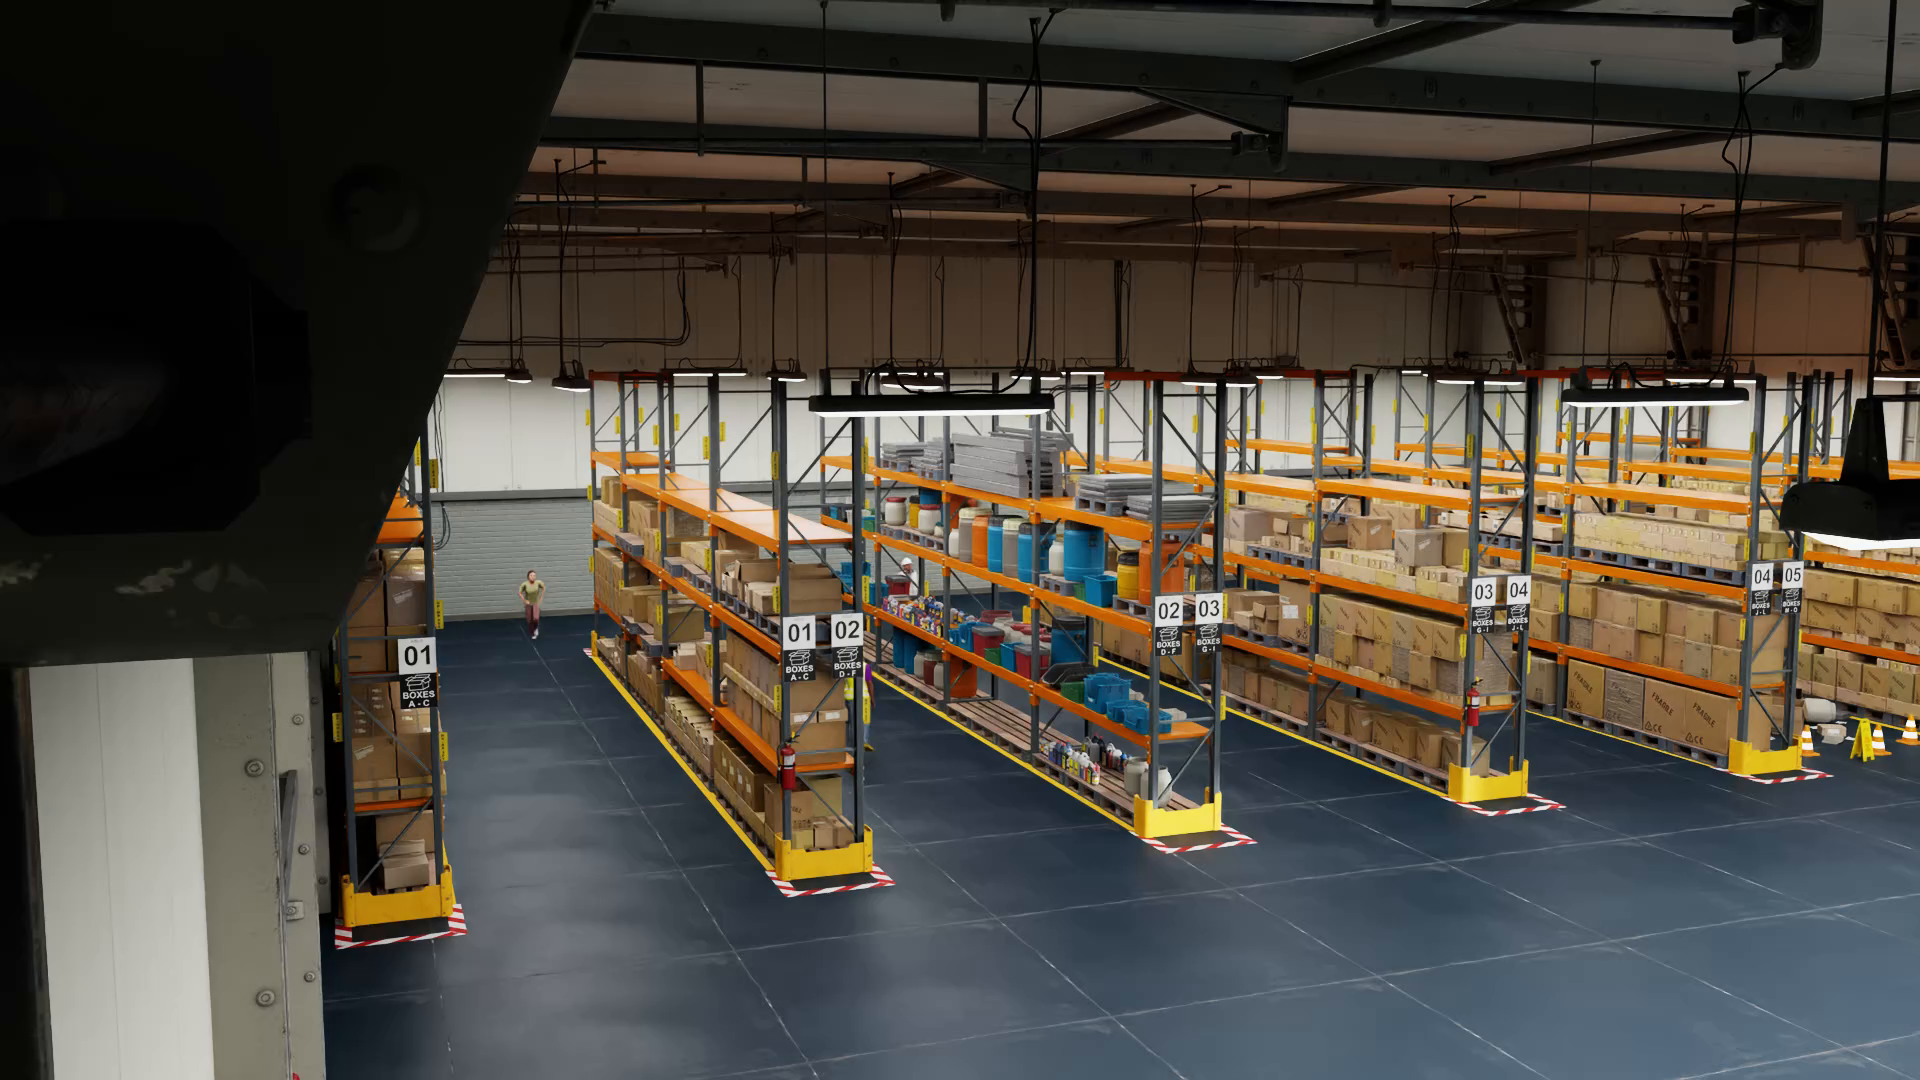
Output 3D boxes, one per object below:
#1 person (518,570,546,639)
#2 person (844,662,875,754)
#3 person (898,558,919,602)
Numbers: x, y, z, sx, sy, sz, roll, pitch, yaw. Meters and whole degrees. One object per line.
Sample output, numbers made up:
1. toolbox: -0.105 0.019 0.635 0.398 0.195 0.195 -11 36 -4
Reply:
1. person: -9.492 1.441 36.929 0.570 1.561 0.691 -1 6 -9
2. person: -1.646 2.513 26.271 0.587 1.746 0.529 -1 6 -7
3. person: -1.145 1.263 37.644 0.548 1.740 0.961 -5 8 -39
